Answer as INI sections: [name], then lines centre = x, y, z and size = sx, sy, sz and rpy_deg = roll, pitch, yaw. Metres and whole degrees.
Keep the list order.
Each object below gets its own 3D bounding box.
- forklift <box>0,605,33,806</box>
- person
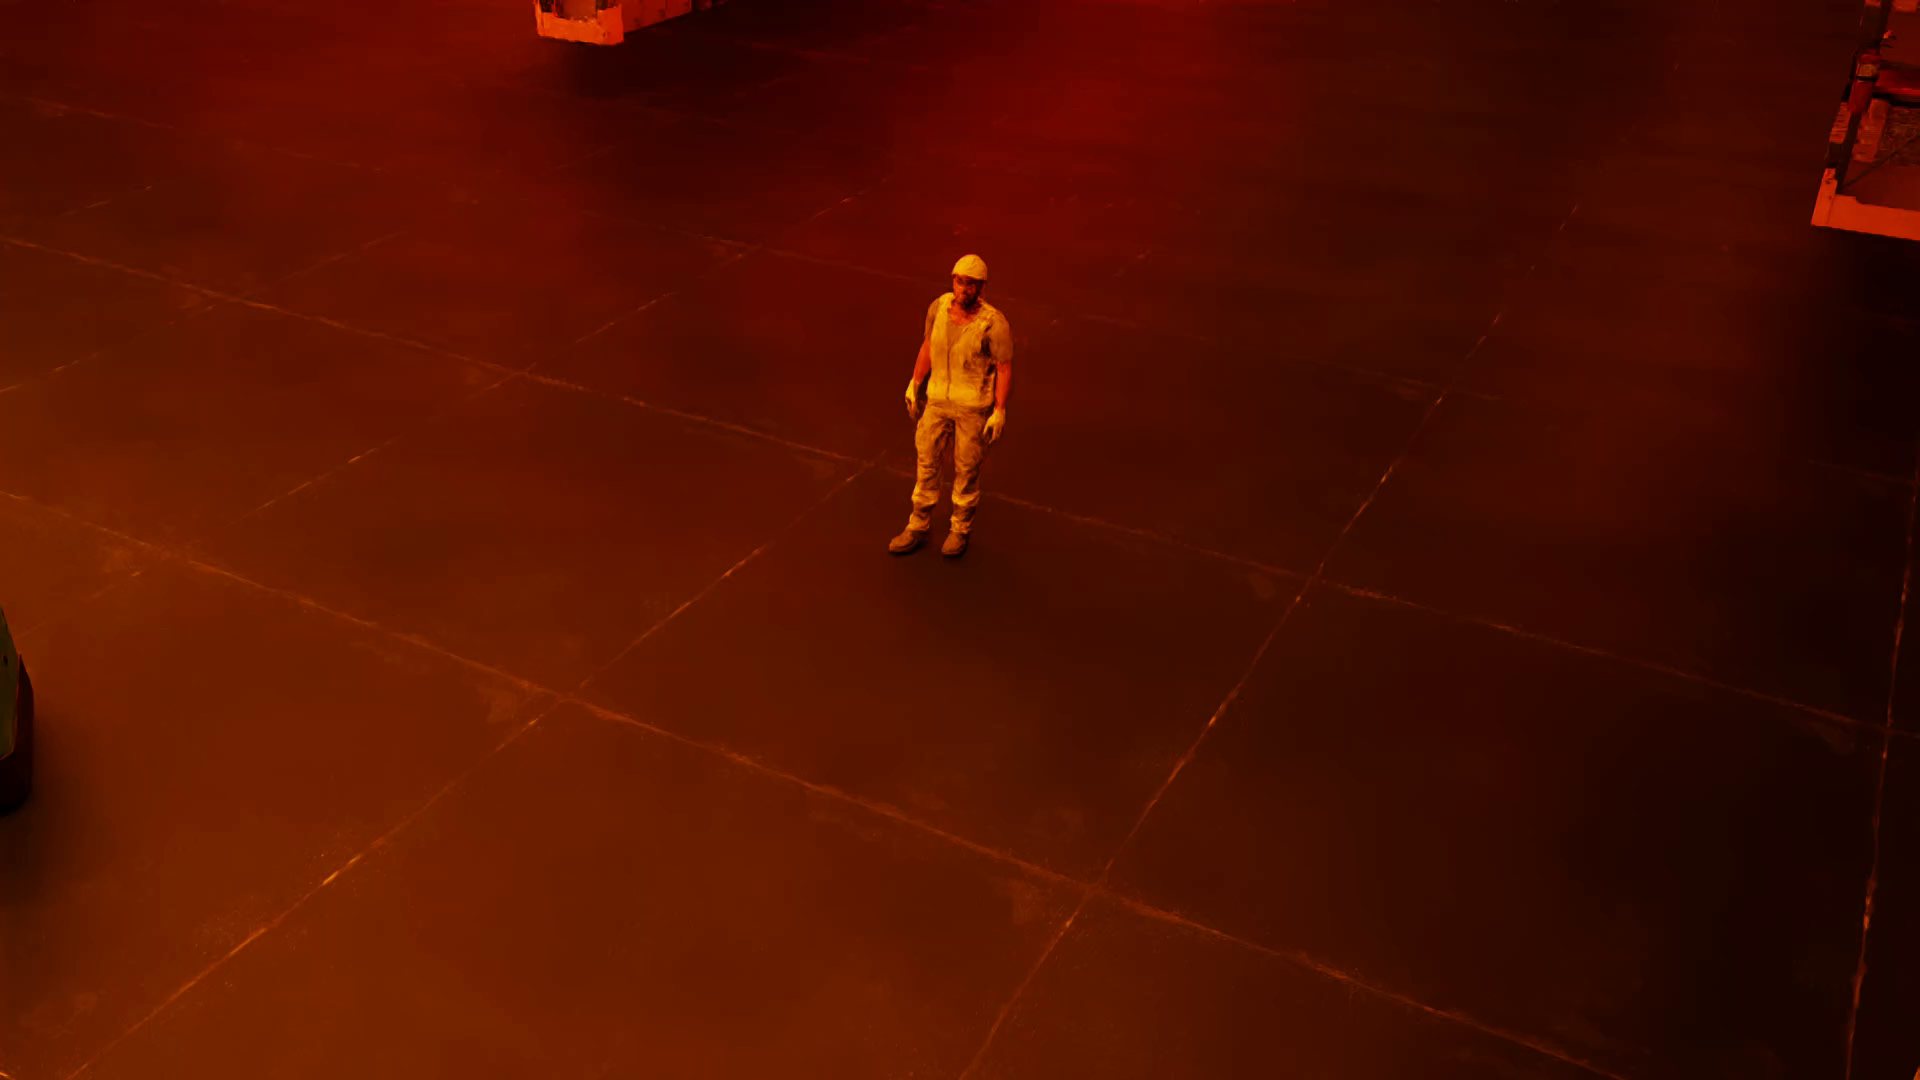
[forklift]
centre = -5.940, 0.081, 6.930
size = 3.031, 2.935, 1.130
rpy_deg = -13, 32, -21
[person]
centre = -0.048, -0.748, 9.496
size = 0.637, 1.787, 0.563
rpy_deg = 15, 33, 25
